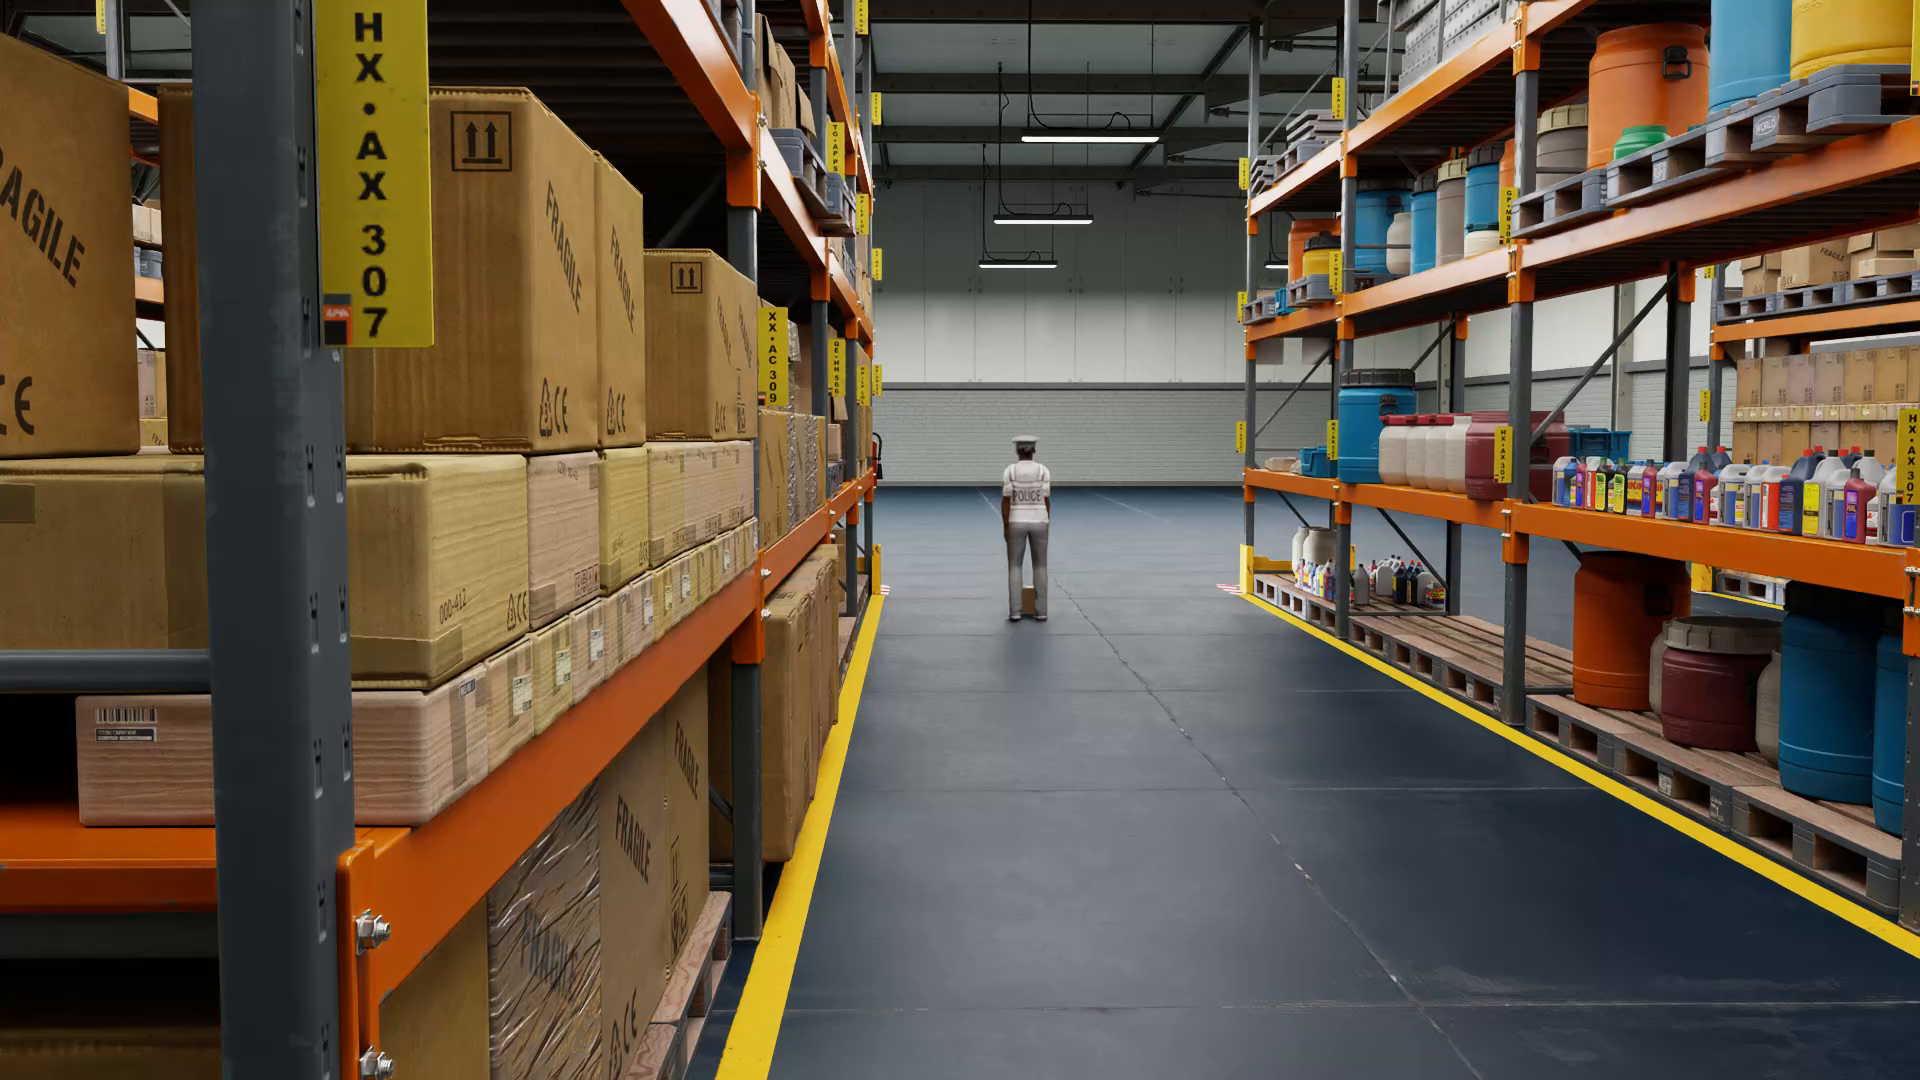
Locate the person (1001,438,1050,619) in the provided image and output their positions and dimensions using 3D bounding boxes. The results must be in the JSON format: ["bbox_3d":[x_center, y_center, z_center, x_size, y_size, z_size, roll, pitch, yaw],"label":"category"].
[{"bbox_3d":[0.594,-0.096,15.092,0.443,1.653,0.351,0,4,0],"label":"person"}]
